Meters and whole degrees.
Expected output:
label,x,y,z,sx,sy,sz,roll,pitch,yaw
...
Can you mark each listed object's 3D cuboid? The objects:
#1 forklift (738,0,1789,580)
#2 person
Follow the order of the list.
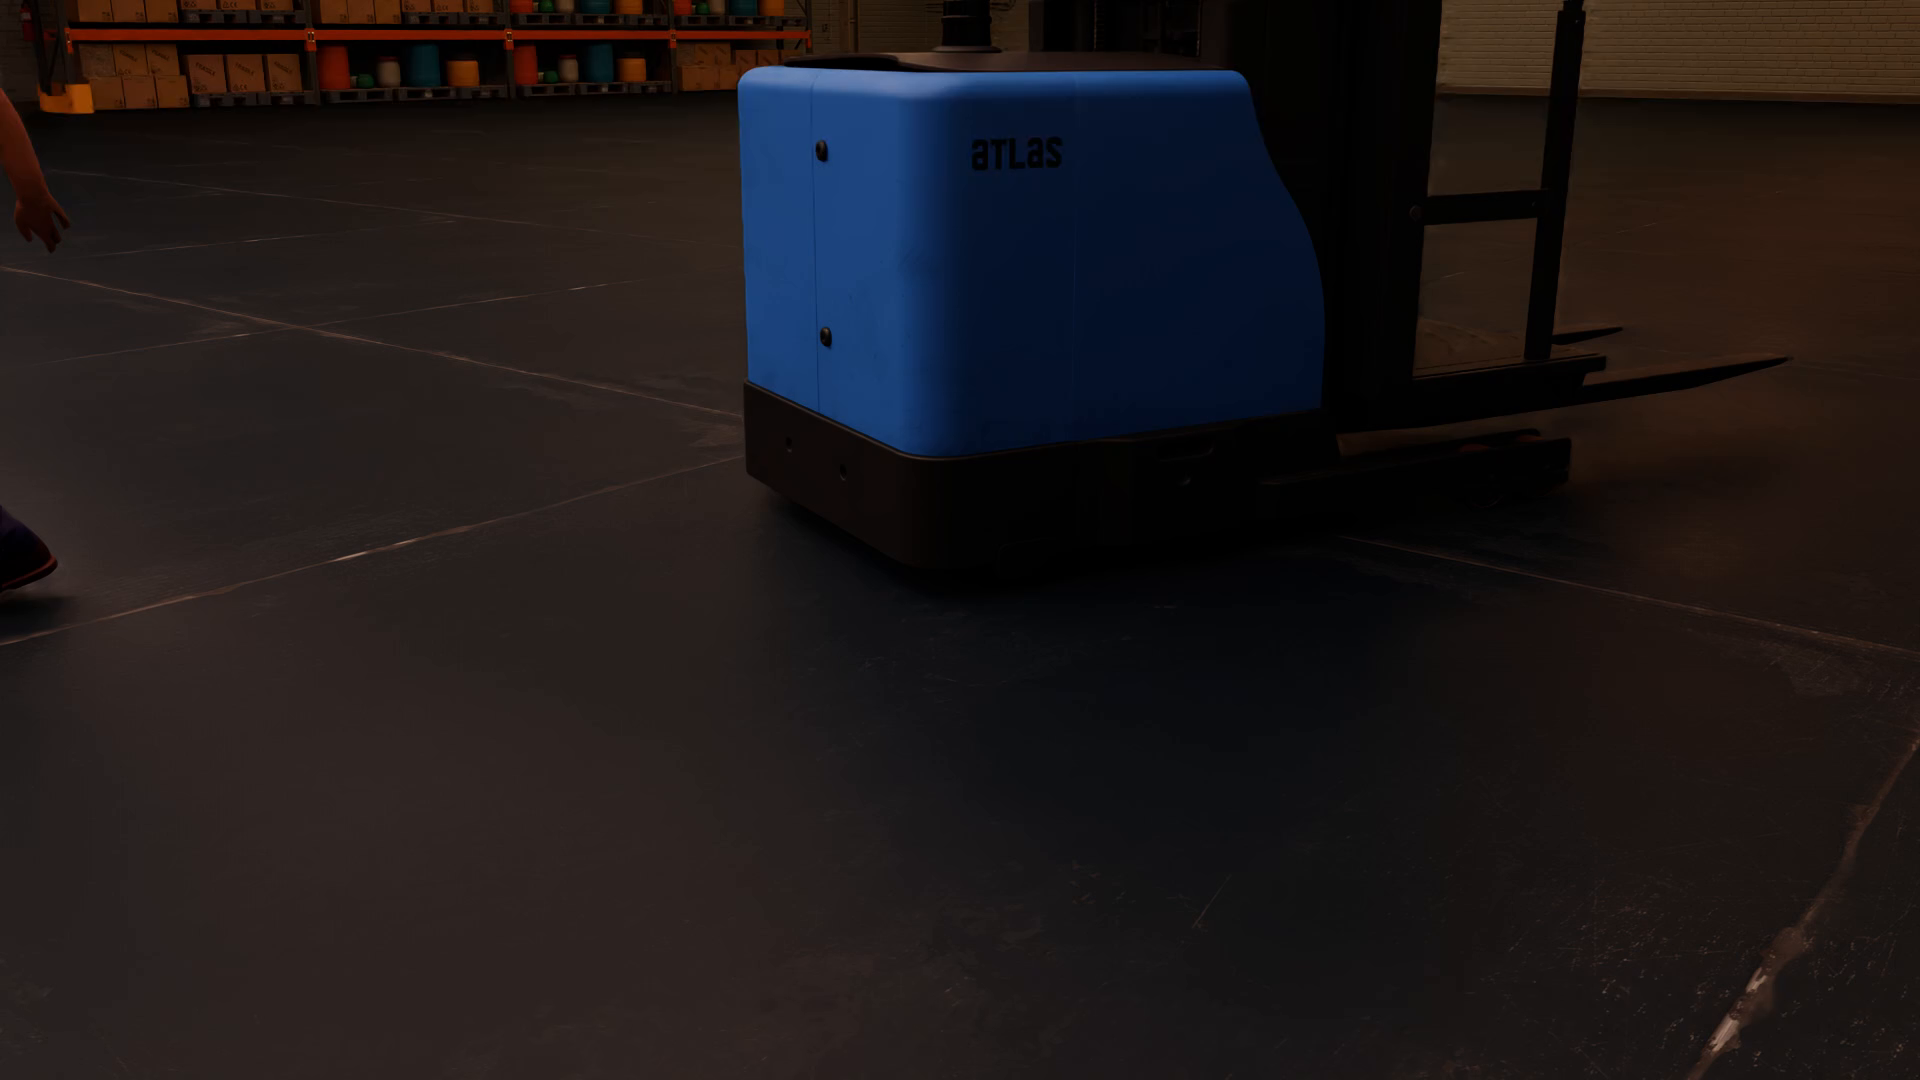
label,x,y,z,sx,sy,sz,roll,pitch,yaw
forklift,0.991,-1.605,4.183,3.031,2.935,1.130,-9,19,-28
person,-2.192,-0.539,3.084,0.498,1.594,0.900,14,22,39
